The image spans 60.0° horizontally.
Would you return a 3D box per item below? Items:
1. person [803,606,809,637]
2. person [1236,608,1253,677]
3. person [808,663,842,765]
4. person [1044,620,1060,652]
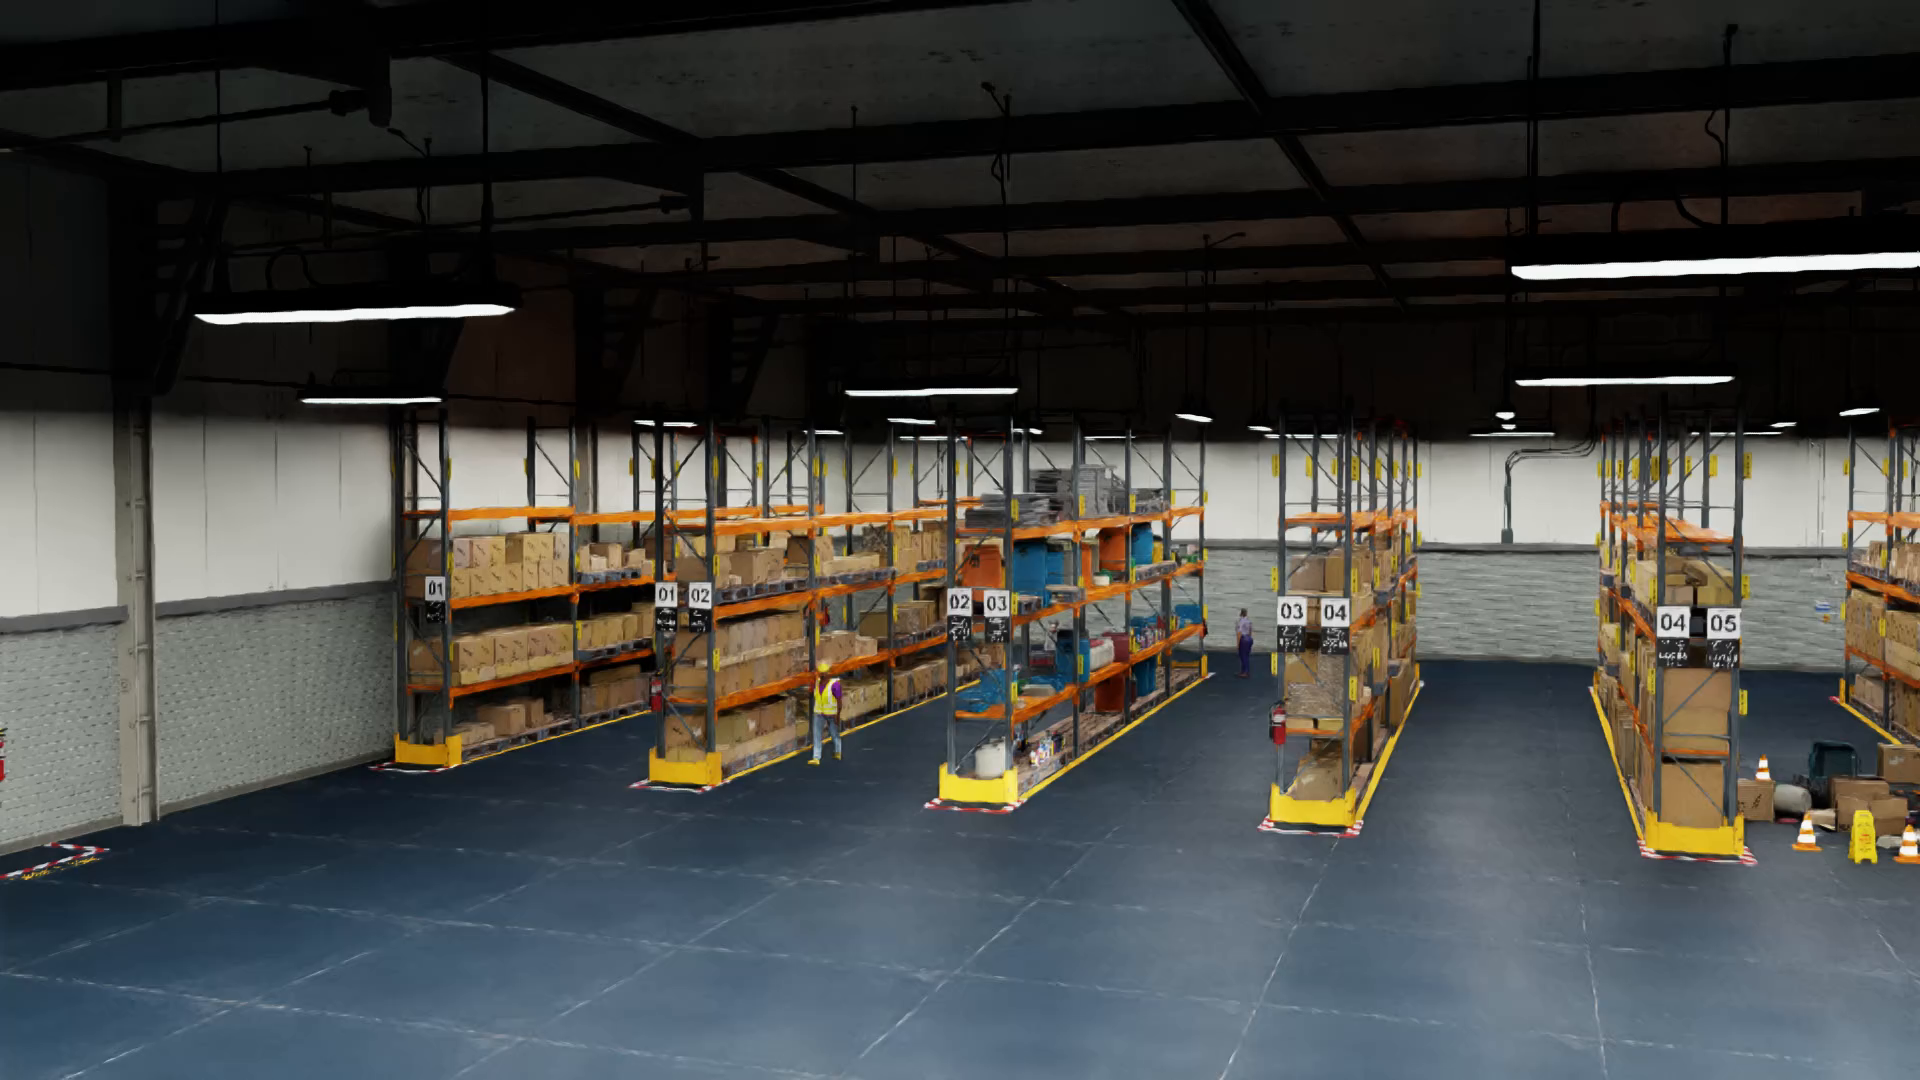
[{"bbox_3d":[-3.659,2.436,39.709,0.375,1.709,0.594,0,2,6],"label":"person"},{"bbox_3d":[6.836,2.458,40.117,0.555,1.639,0.656,2,3,43],"label":"person"},{"bbox_3d":[-2.261,2.934,28.233,0.589,1.716,1.043,1,3,18],"label":"person"},{"bbox_3d":[2.126,2.582,37.466,0.495,1.589,1.086,1,3,21],"label":"person"}]
